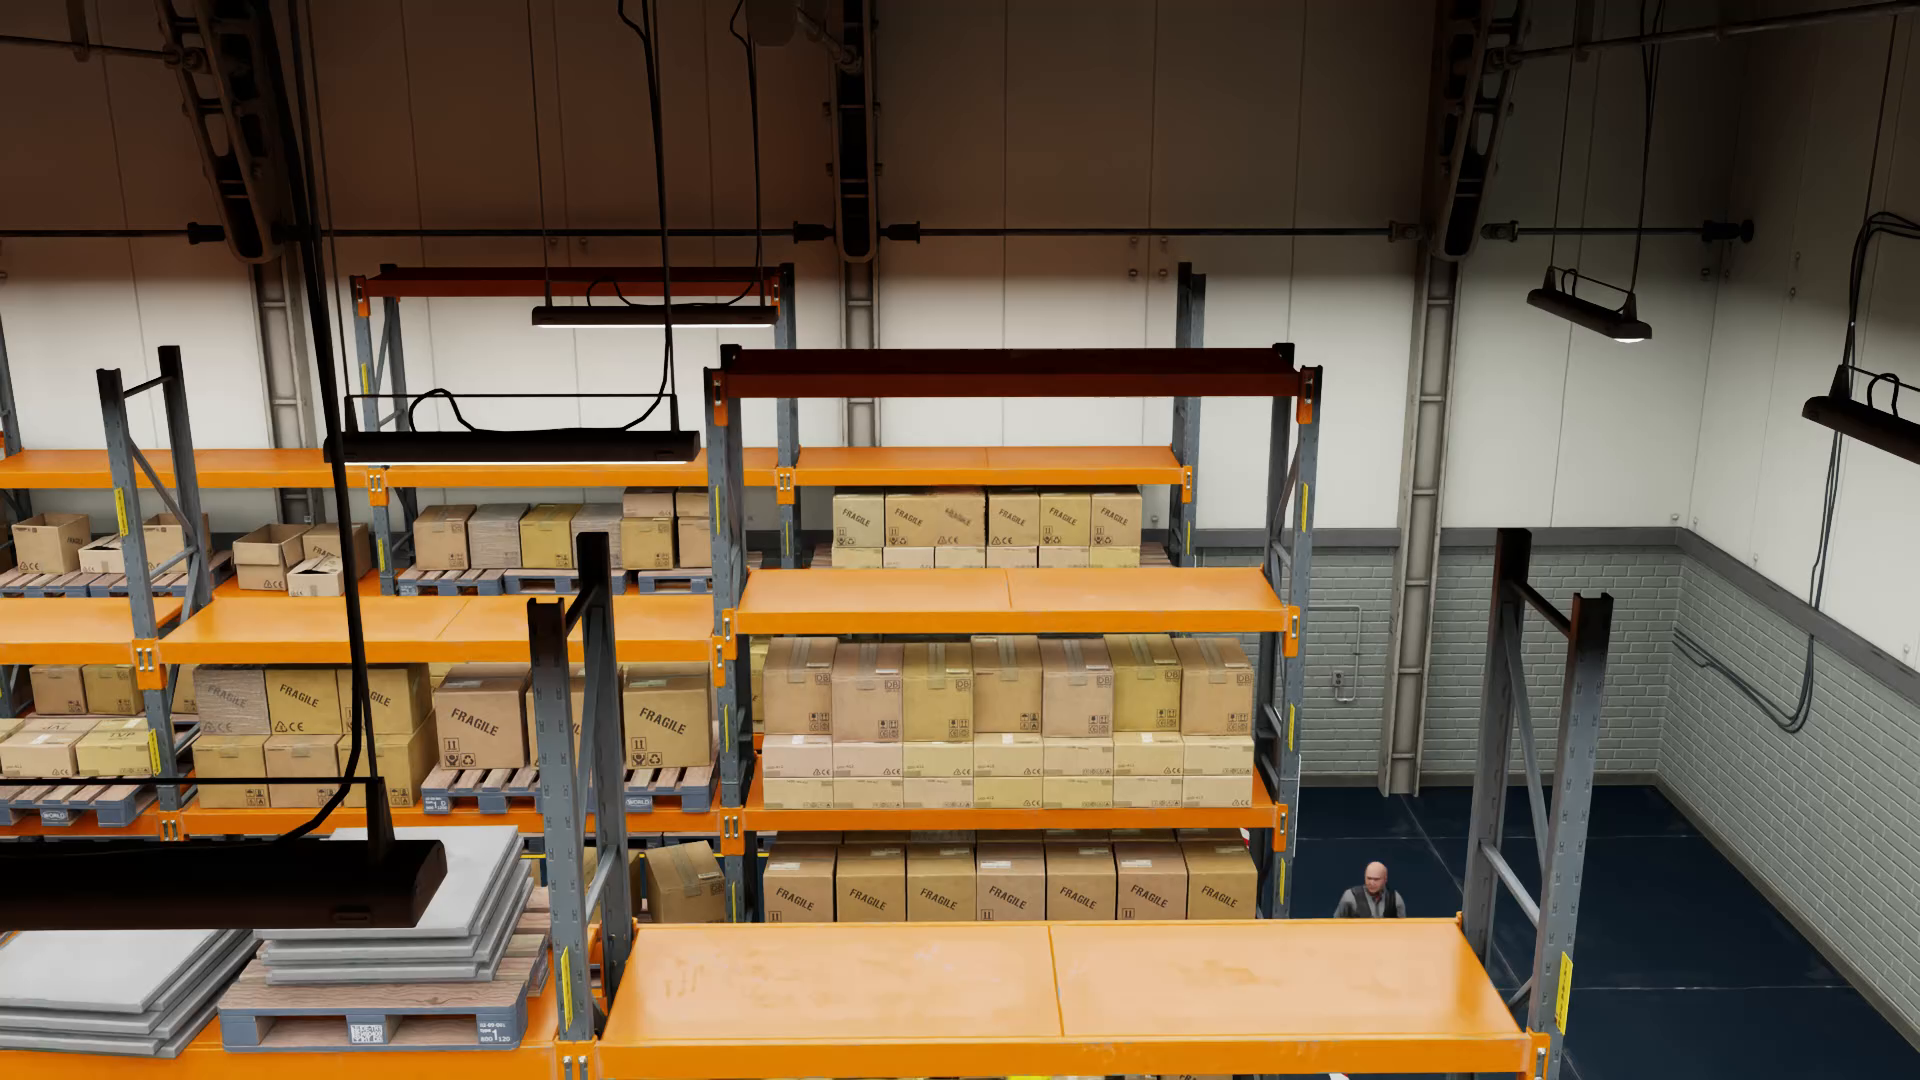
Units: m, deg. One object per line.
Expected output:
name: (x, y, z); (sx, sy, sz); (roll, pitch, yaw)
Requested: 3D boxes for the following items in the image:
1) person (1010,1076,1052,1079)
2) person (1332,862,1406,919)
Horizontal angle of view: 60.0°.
person: (0.598, 4.236, 10.891); (0.582, 1.744, 0.649); (2, 16, 8)
person: (3.371, 3.462, 13.676); (0.616, 1.737, 0.516); (-2, 16, -8)
